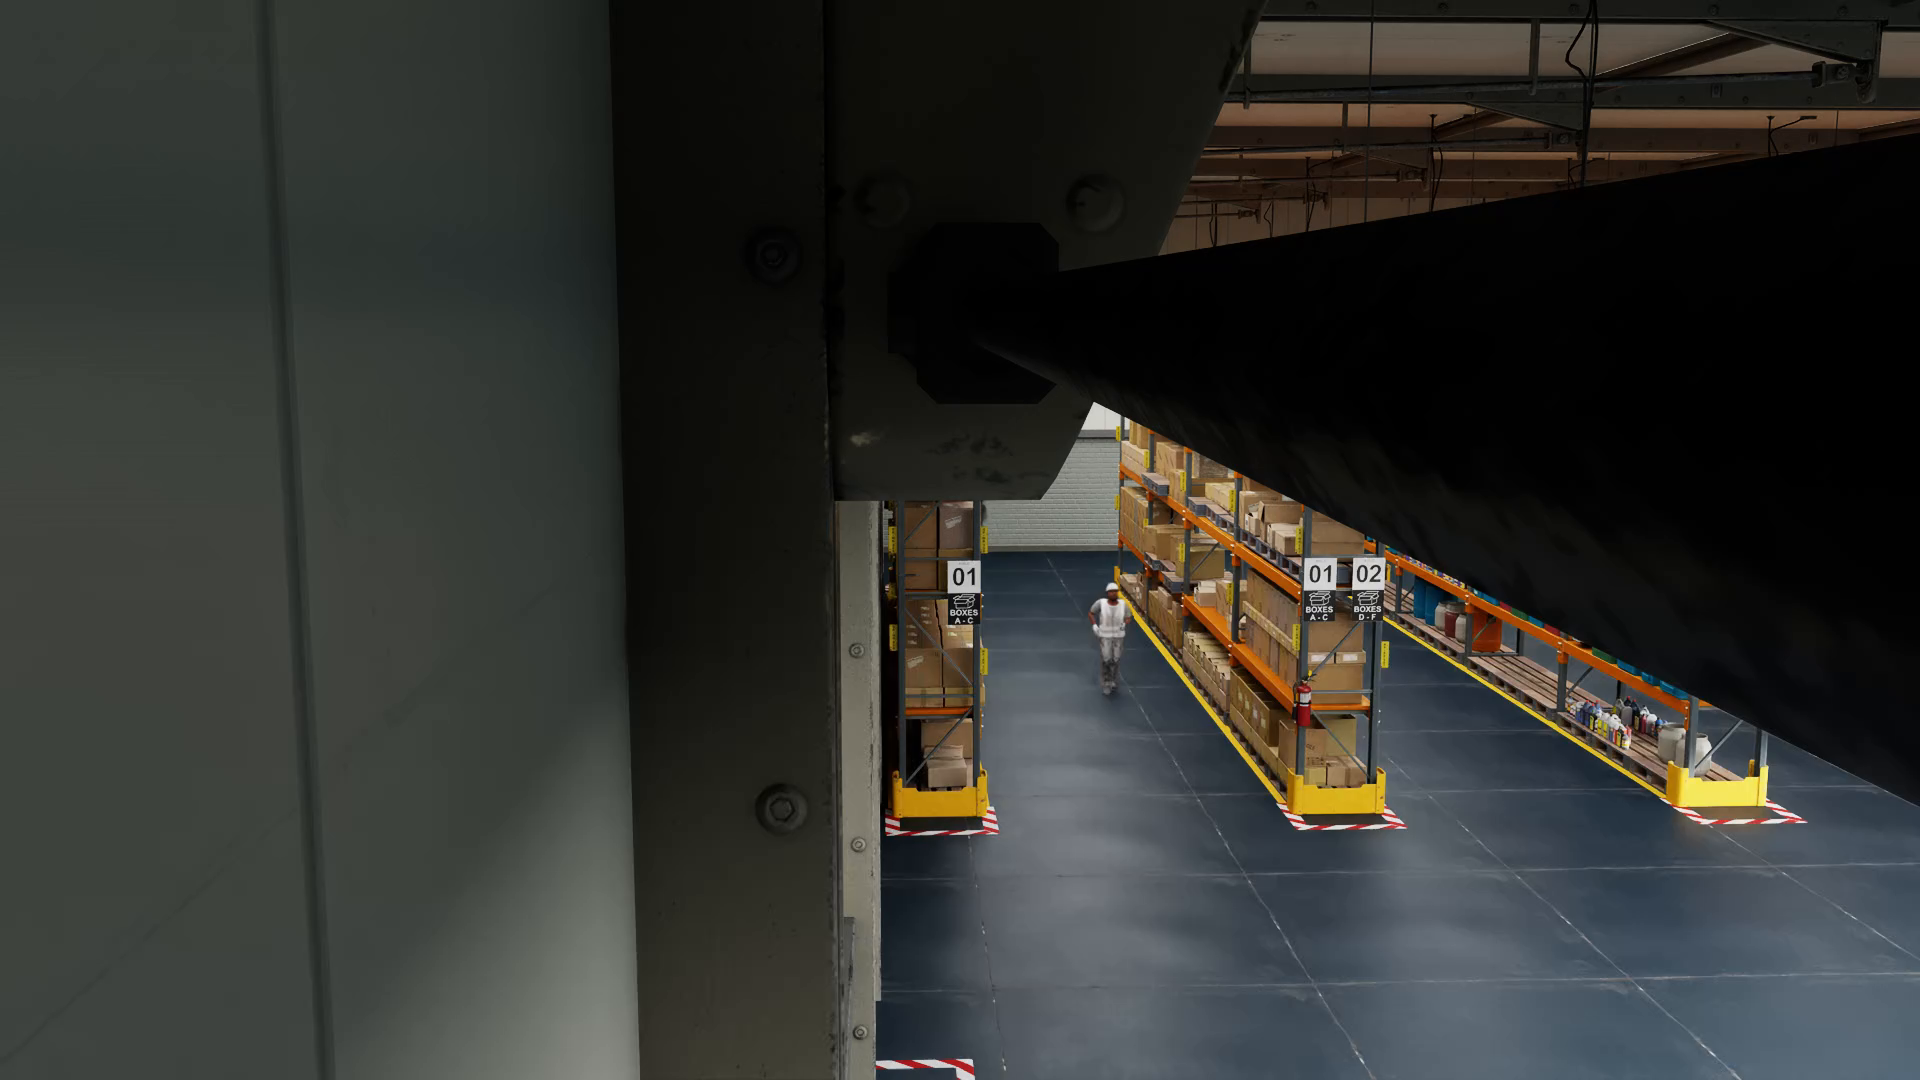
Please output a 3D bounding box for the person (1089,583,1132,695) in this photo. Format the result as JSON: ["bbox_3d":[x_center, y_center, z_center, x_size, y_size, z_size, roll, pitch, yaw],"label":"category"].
[{"bbox_3d":[2.451,1.610,26.905,0.668,1.842,0.644,-1,8,-7],"label":"person"}]
